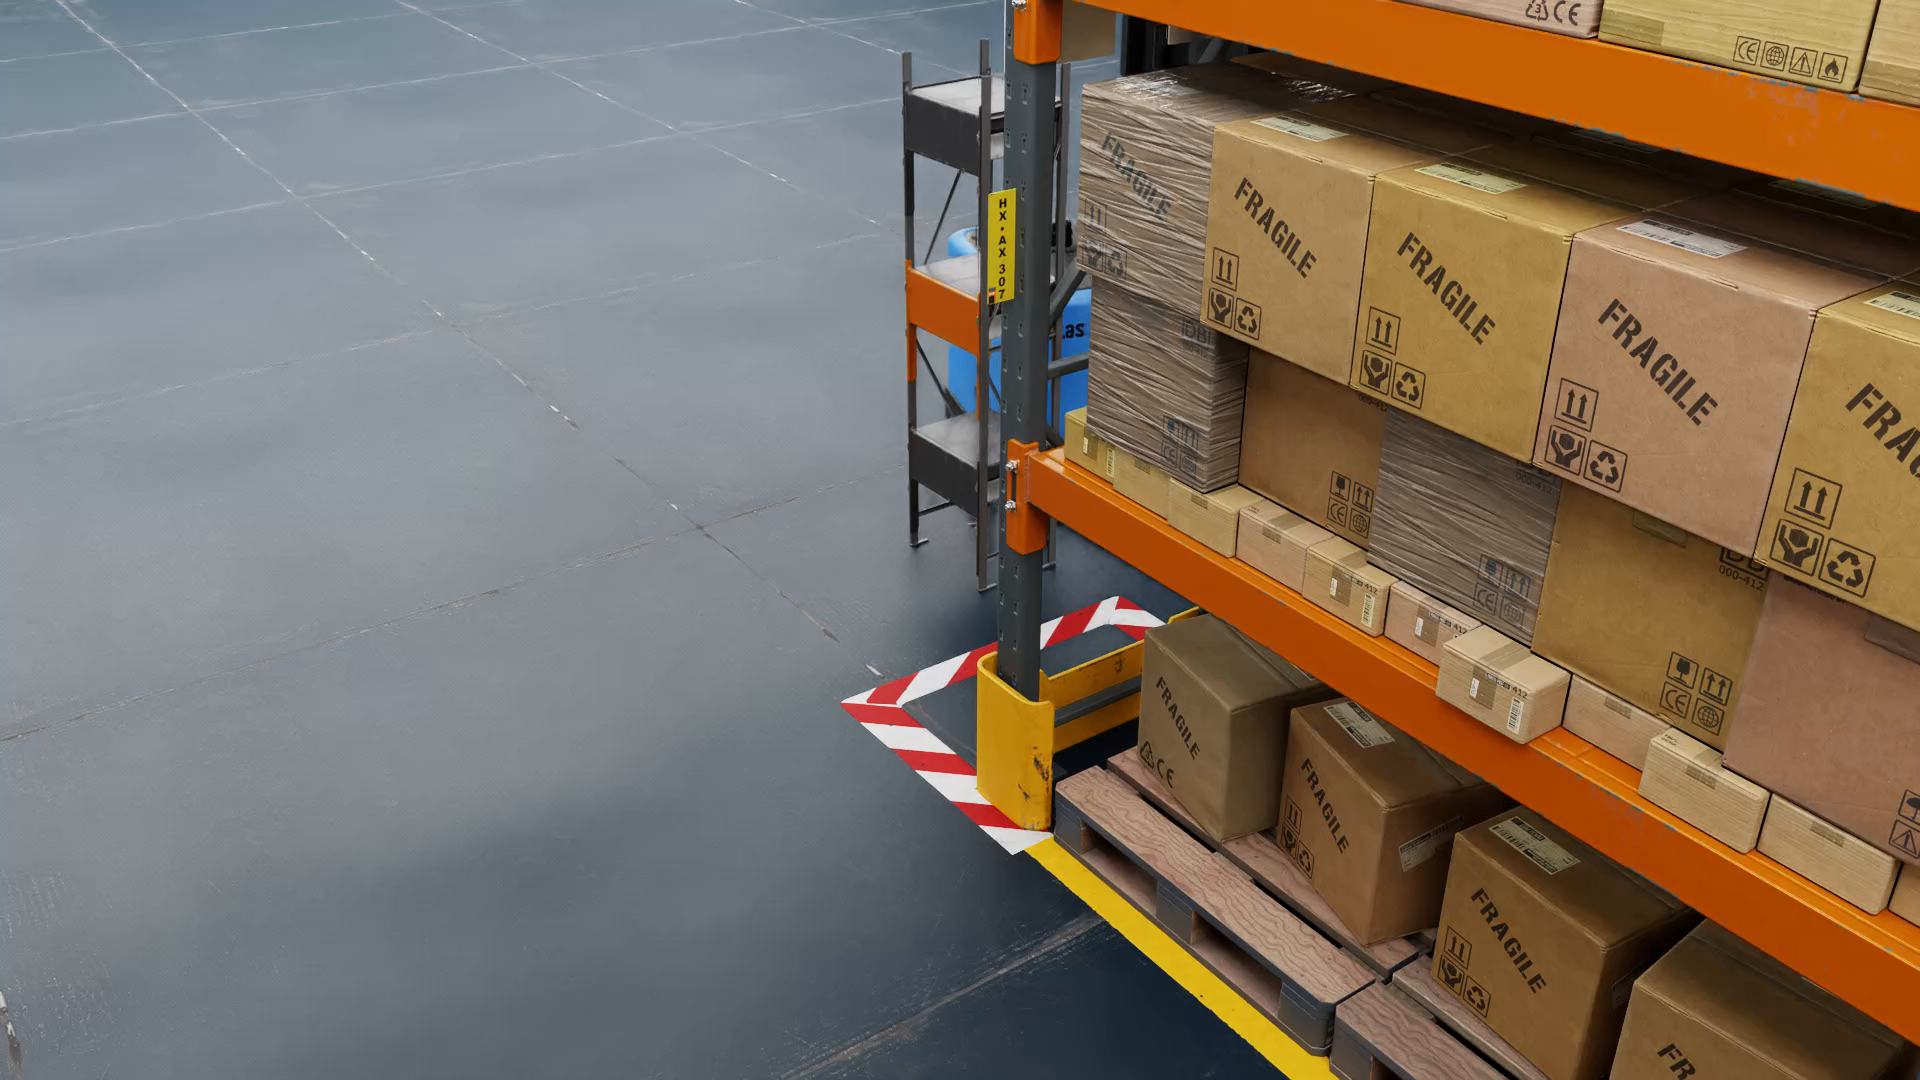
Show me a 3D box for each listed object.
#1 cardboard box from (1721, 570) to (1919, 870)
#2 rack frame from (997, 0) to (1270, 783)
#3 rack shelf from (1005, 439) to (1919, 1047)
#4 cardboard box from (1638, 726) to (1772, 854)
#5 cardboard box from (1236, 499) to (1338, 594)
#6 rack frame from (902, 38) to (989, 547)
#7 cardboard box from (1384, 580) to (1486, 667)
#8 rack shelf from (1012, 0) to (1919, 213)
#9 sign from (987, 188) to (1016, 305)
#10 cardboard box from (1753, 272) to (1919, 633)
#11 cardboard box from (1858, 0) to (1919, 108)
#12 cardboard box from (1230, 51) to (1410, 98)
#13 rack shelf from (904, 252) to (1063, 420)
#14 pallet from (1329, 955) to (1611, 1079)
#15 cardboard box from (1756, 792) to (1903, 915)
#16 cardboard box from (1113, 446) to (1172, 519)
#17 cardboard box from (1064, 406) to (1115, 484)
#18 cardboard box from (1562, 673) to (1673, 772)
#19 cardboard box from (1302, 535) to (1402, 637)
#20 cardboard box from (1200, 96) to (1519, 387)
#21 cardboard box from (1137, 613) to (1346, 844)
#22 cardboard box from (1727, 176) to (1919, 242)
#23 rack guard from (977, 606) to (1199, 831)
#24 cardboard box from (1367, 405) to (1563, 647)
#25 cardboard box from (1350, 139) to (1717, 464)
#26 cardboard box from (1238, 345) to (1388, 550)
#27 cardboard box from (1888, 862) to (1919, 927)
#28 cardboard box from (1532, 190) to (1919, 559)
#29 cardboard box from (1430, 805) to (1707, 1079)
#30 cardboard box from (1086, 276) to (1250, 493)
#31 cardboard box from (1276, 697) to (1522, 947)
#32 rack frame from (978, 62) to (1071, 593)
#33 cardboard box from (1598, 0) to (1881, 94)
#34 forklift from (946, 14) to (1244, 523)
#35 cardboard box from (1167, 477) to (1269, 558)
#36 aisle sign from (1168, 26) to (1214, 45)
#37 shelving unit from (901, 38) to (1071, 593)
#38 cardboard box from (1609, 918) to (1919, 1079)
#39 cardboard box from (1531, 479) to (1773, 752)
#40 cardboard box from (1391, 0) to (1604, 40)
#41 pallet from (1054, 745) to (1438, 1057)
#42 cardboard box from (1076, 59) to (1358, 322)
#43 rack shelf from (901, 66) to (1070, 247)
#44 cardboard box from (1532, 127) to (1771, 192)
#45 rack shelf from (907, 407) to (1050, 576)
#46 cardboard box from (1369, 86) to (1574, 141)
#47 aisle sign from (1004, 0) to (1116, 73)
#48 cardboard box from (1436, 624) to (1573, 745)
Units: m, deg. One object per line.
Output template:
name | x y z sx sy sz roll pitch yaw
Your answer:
cardboard box | 2.039 0.214 3.297 0.875 0.500 0.500 -19 34 -31
rack frame | 0.563 -0.604 5.219 1.000 3.000 0.127 -19 34 -31
rack shelf | 1.723 0.490 3.959 1.077 0.370 4.000 -19 34 -31
cardboard box | 1.661 0.472 3.501 0.380 0.149 0.250 -19 34 -31
cardboard box | 0.958 -0.022 4.410 0.380 0.149 0.250 -19 34 -31
rack frame | -0.053 -0.951 6.800 0.400 2.100 0.015 -20 34 -32
cardboard box | 1.265 0.167 4.062 0.380 0.149 0.250 -19 34 -31
rack shelf | 1.723 -0.829 3.243 1.077 0.370 4.000 -19 34 -31
sign | 0.121 -0.834 4.736 0.100 0.325 0.005 -19 34 -31
cardboard box | 1.818 -0.150 2.920 0.500 0.500 0.500 -19 34 -31
cardboard box | 1.812 -0.809 2.610 0.500 0.250 0.500 -19 34 -31
cardboard box | 1.083 -1.073 4.618 0.500 0.500 0.500 -19 34 -31
rack shelf | 0.093 -0.846 6.635 0.431 0.518 0.480 -20 34 -32
pallet | 1.753 1.450 4.358 1.003 0.211 1.213 -19 34 -31
cardboard box | 1.834 0.560 3.340 0.380 0.149 0.250 -19 34 -31
cardboard box | 0.663 -0.214 4.765 0.380 0.149 0.250 -19 34 -31
cardboard box | 0.534 -0.317 4.954 0.380 0.149 0.250 -19 34 -31
cardboard box | 1.578 0.354 3.719 0.380 0.149 0.250 -19 34 -31
cardboard box | 1.097 0.078 4.227 0.380 0.149 0.250 -19 34 -31
cardboard box | 0.944 -0.732 3.992 0.500 0.500 0.500 -19 34 -31
cardboard box | 0.911 0.557 5.260 0.500 0.500 0.500 -12 31 -22
cardboard box | 1.949 -0.488 3.542 0.500 0.500 0.500 -19 34 -31
rack guard | 0.607 0.524 5.761 1.175 0.500 0.348 -19 34 -31
cardboard box | 1.502 -0.190 4.040 0.875 0.500 0.500 -19 34 -31
cardboard box | 1.235 -0.538 3.634 0.500 0.500 0.500 -19 34 -31
cardboard box | 1.247 -0.396 4.420 0.875 0.500 0.500 -19 34 -31
cardboard box | 2.012 0.646 3.182 0.380 0.149 0.250 -19 34 -31
cardboard box | 1.530 -0.346 3.280 0.500 0.500 0.500 -19 34 -31
cardboard box | 1.634 1.029 4.392 0.500 0.500 0.500 -15 32 -26
cardboard box | 0.860 -0.557 4.717 0.875 0.500 0.500 -19 34 -31
cardboard box | 1.286 0.780 4.850 0.500 0.500 0.500 -10 30 -18
rack frame | 0.239 -0.764 6.456 0.400 2.100 0.015 -20 34 -32
cardboard box | 1.526 -1.004 2.970 0.500 0.250 0.500 -18 33 -29
forklift | 1.506 -1.750 7.401 3.031 2.935 1.130 -8 30 -14
cardboard box | 0.796 -0.113 4.578 0.380 0.149 0.250 -19 34 -31
aisle sign | 0.771 -1.854 4.796 0.394 0.787 0.004 -19 34 -31
shelving unit | 0.093 -0.857 6.628 0.431 2.100 0.503 -20 34 -32
cardboard box | 1.921 1.258 3.969 0.500 0.500 0.500 -22 36 -35
cardboard box | 1.783 0.008 3.676 0.875 0.500 0.500 -19 34 -31
cardboard box | 1.220 -1.205 3.340 0.500 0.250 0.500 -19 34 -31
pallet | 1.049 0.977 5.231 1.003 0.211 1.213 -19 34 -31
cardboard box | 0.660 -0.929 4.353 0.500 0.500 0.500 -19 34 -31
rack shelf | 0.093 -1.461 6.301 0.431 0.518 0.480 -20 34 -32
cardboard box | 1.666 -0.685 3.904 0.500 0.500 0.500 -19 34 -31
rack shelf | 0.093 -0.230 6.968 0.431 0.518 0.480 -20 34 -32
cardboard box | 1.378 -0.880 4.263 0.500 0.500 0.500 -19 34 -31
aisle sign | 0.283 -1.687 4.490 0.394 0.787 0.004 -19 34 -31
cardboard box | 1.325 0.293 3.830 0.380 0.149 0.250 -19 34 -31
